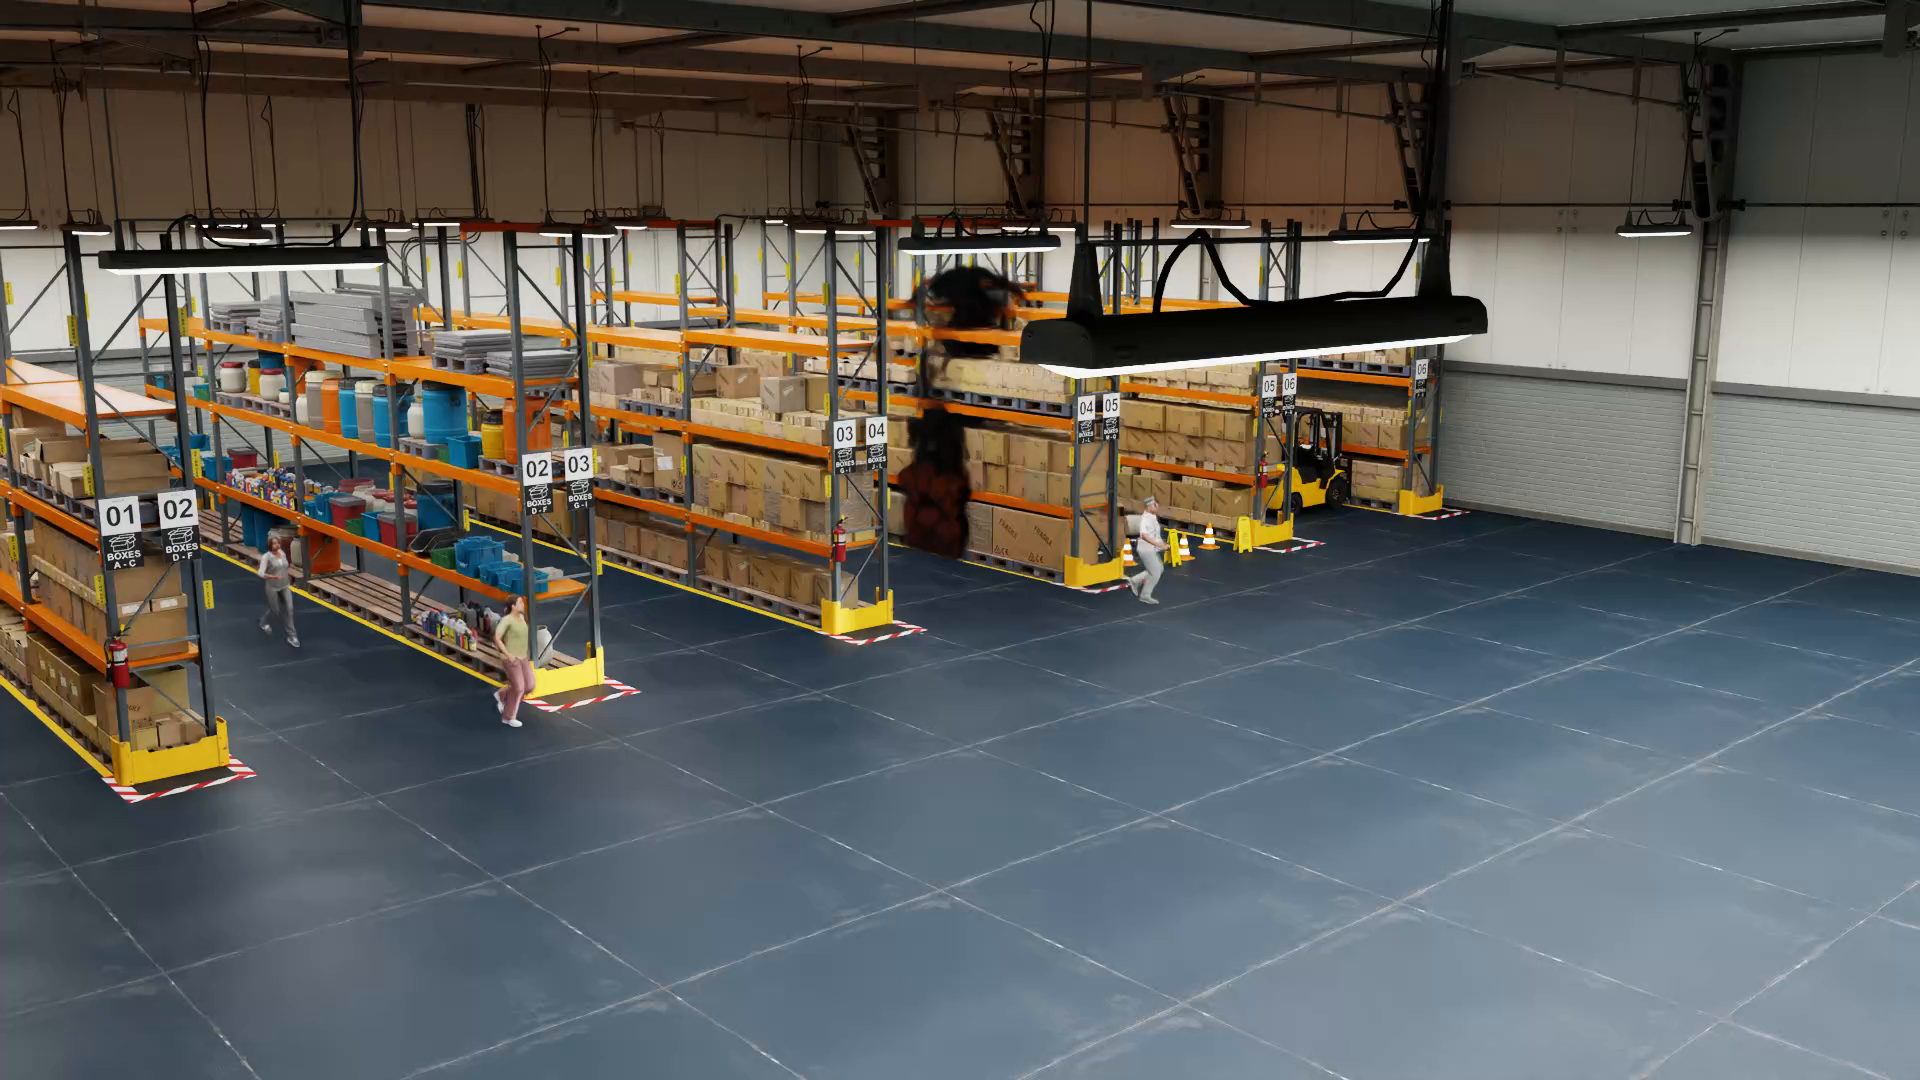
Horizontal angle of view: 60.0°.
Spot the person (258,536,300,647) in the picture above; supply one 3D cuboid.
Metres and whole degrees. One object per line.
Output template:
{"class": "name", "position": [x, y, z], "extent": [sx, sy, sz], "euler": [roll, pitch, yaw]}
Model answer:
{"class": "person", "position": [-9.958, 0.721, 24.226], "extent": [0.877, 1.605, 0.538], "euler": [9, 14, 37]}

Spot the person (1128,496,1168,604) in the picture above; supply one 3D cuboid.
{"class": "person", "position": [3.045, 0.150, 26.797], "extent": [0.609, 1.762, 0.720], "euler": [2, 12, 8]}

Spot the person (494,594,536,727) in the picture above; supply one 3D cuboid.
{"class": "person", "position": [-5.520, 1.462, 20.605], "extent": [0.551, 1.611, 0.624], "euler": [4, 12, 20]}

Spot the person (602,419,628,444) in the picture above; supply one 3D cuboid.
{"class": "person", "position": [-7.600, -1.834, 36.629], "extent": [0.663, 1.771, 0.901], "euler": [-7, 13, -31]}
